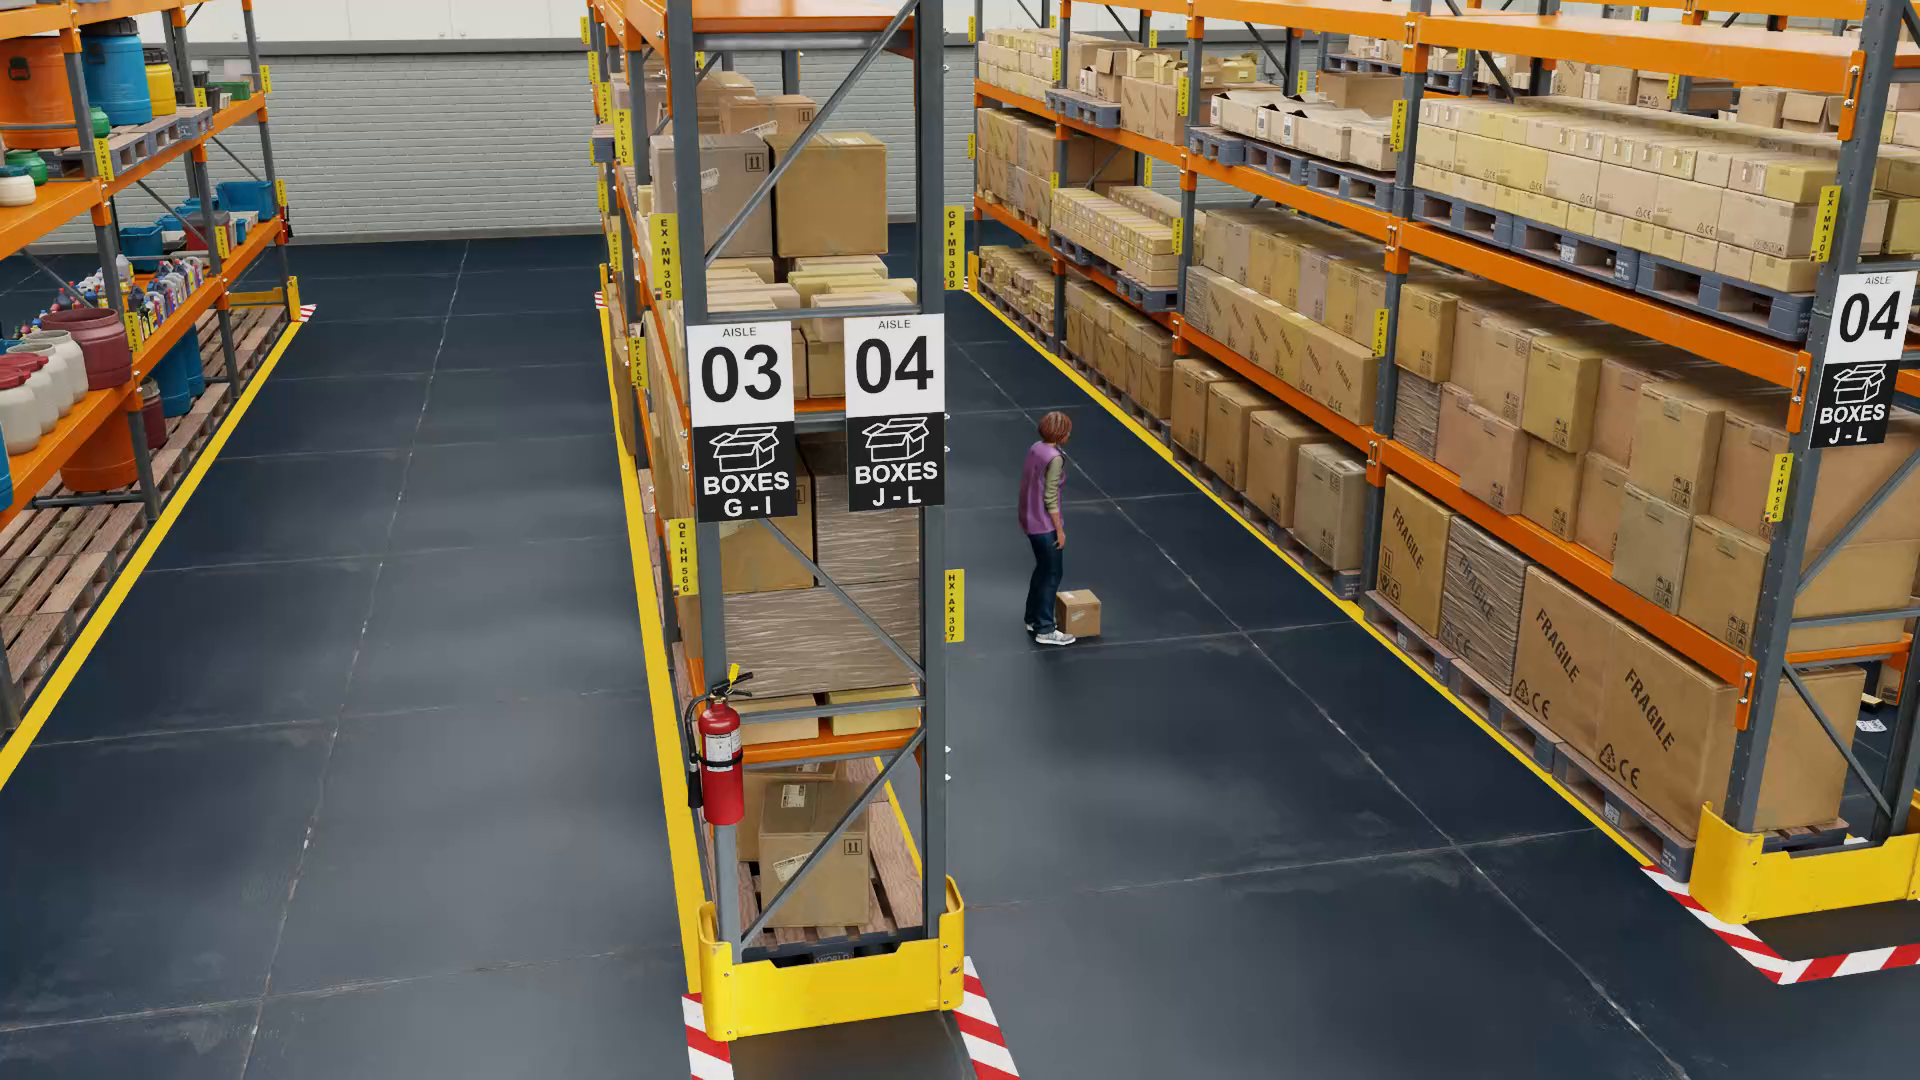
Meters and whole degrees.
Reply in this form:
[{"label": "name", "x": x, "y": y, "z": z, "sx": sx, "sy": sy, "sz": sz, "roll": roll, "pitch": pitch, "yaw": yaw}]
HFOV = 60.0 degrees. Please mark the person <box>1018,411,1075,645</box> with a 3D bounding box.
[{"label": "person", "x": 0.585, "y": -0.094, "z": 11.347, "sx": 0.346, "sy": 1.593, "sz": 0.484, "roll": -6, "pitch": 21, "yaw": -16}]
